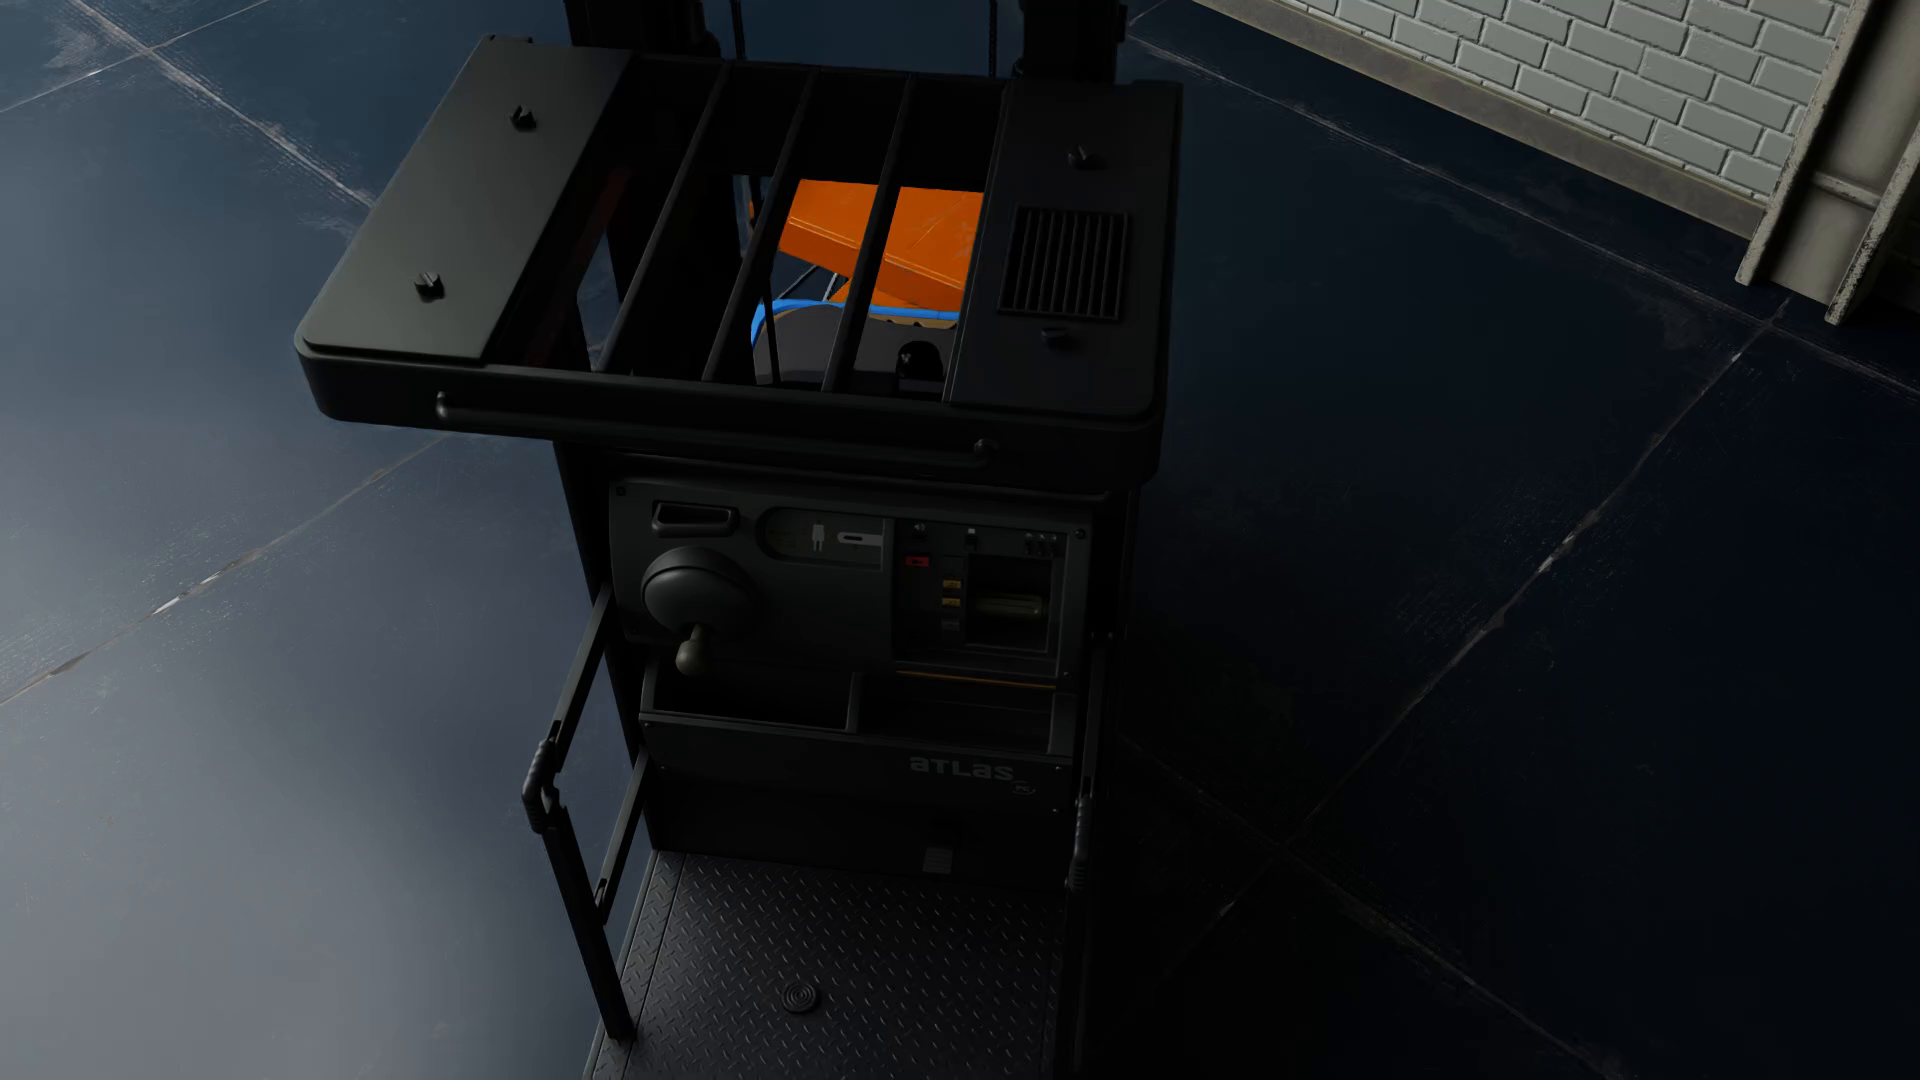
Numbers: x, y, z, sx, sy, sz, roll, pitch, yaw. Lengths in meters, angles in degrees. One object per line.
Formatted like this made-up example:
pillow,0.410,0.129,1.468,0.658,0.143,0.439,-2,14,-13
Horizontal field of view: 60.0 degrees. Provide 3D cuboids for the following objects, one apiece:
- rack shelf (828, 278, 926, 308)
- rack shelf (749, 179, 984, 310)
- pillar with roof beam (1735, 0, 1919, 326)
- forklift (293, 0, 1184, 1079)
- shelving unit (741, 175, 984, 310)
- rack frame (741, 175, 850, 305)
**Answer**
rack shelf,-0.050,-0.482,5.266,1.000,0.278,0.538,24,51,21
rack shelf,-0.050,-0.849,4.874,1.000,0.278,0.538,24,51,21
pillar with roof beam,0.195,-1.721,0.693,0.400,9.000,9.100,34,55,28
forklift,-0.241,0.191,3.060,1.130,2.935,3.031,5,47,5
shelving unit,-0.050,-0.649,5.088,1.048,1.125,0.538,24,51,21
rack frame,-0.482,-0.845,5.271,0.032,1.125,0.500,24,51,21
